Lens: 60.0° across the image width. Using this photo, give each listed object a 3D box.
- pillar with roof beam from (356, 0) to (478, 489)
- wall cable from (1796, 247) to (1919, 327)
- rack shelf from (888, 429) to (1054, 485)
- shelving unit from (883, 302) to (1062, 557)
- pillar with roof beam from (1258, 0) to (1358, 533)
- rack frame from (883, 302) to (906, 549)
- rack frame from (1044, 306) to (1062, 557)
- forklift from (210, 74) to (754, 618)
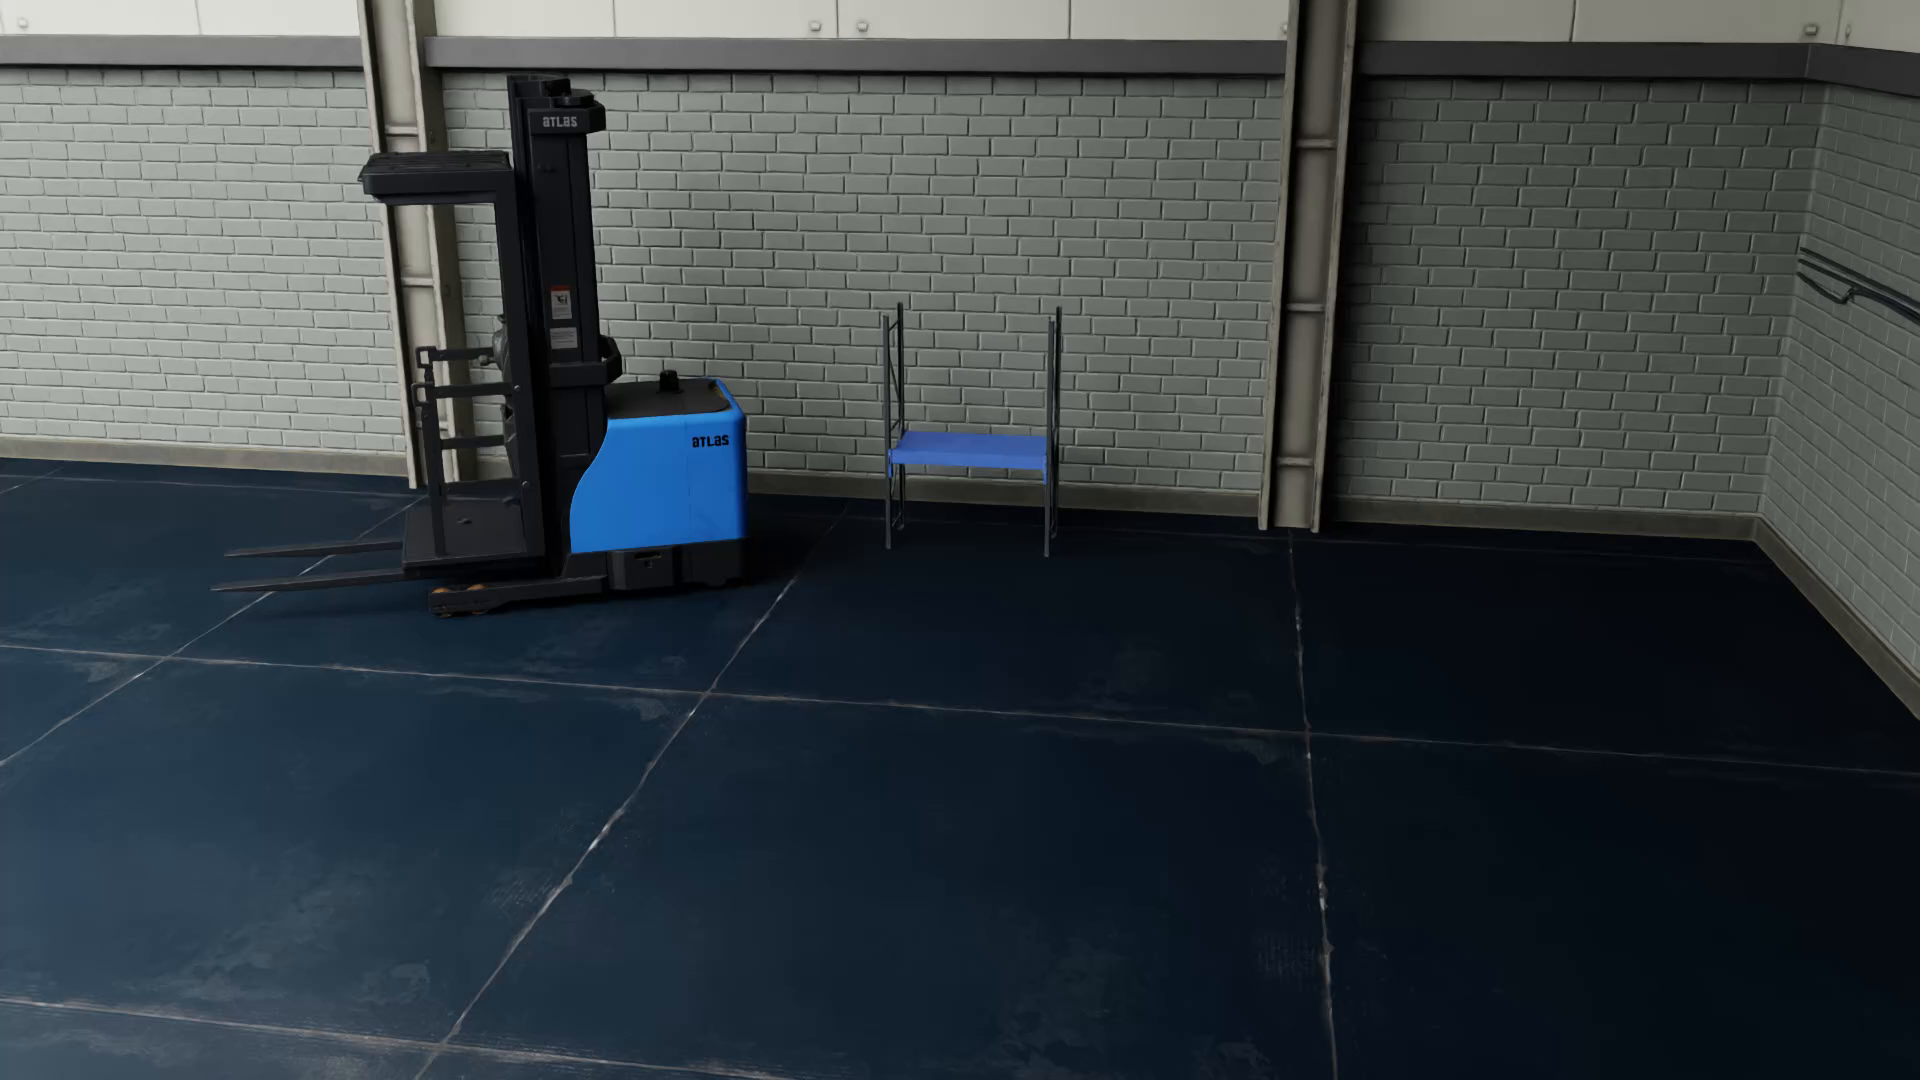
[{"bbox_3d":[-4.409,-3.328,6.568,0.400,9.000,9.100,3,19,9],"label":"pillar with roof beam"},{"bbox_3d":[4.897,-2.340,8.508,0.112,2.526,3.097,3,19,9],"label":"wall cable"},{"bbox_3d":[0.084,-0.536,10.609,1.000,0.185,0.538,3,19,9],"label":"rack shelf"},{"bbox_3d":[0.084,-0.707,10.552,1.048,1.500,0.538,3,19,9],"label":"shelving unit"},{"bbox_3d":[1.515,-3.026,5.666,0.400,9.000,9.100,3,19,9],"label":"pillar with roof beam"},{"bbox_3d":[-0.418,-0.733,10.629,0.032,1.500,0.500,3,19,9],"label":"rack frame"},{"bbox_3d":[0.586,-0.681,10.476,0.032,1.500,0.500,3,19,9],"label":"rack frame"},{"bbox_3d":[-2.816,-1.133,9.571,3.031,2.935,1.130,-5,19,-15],"label":"forklift"}]
